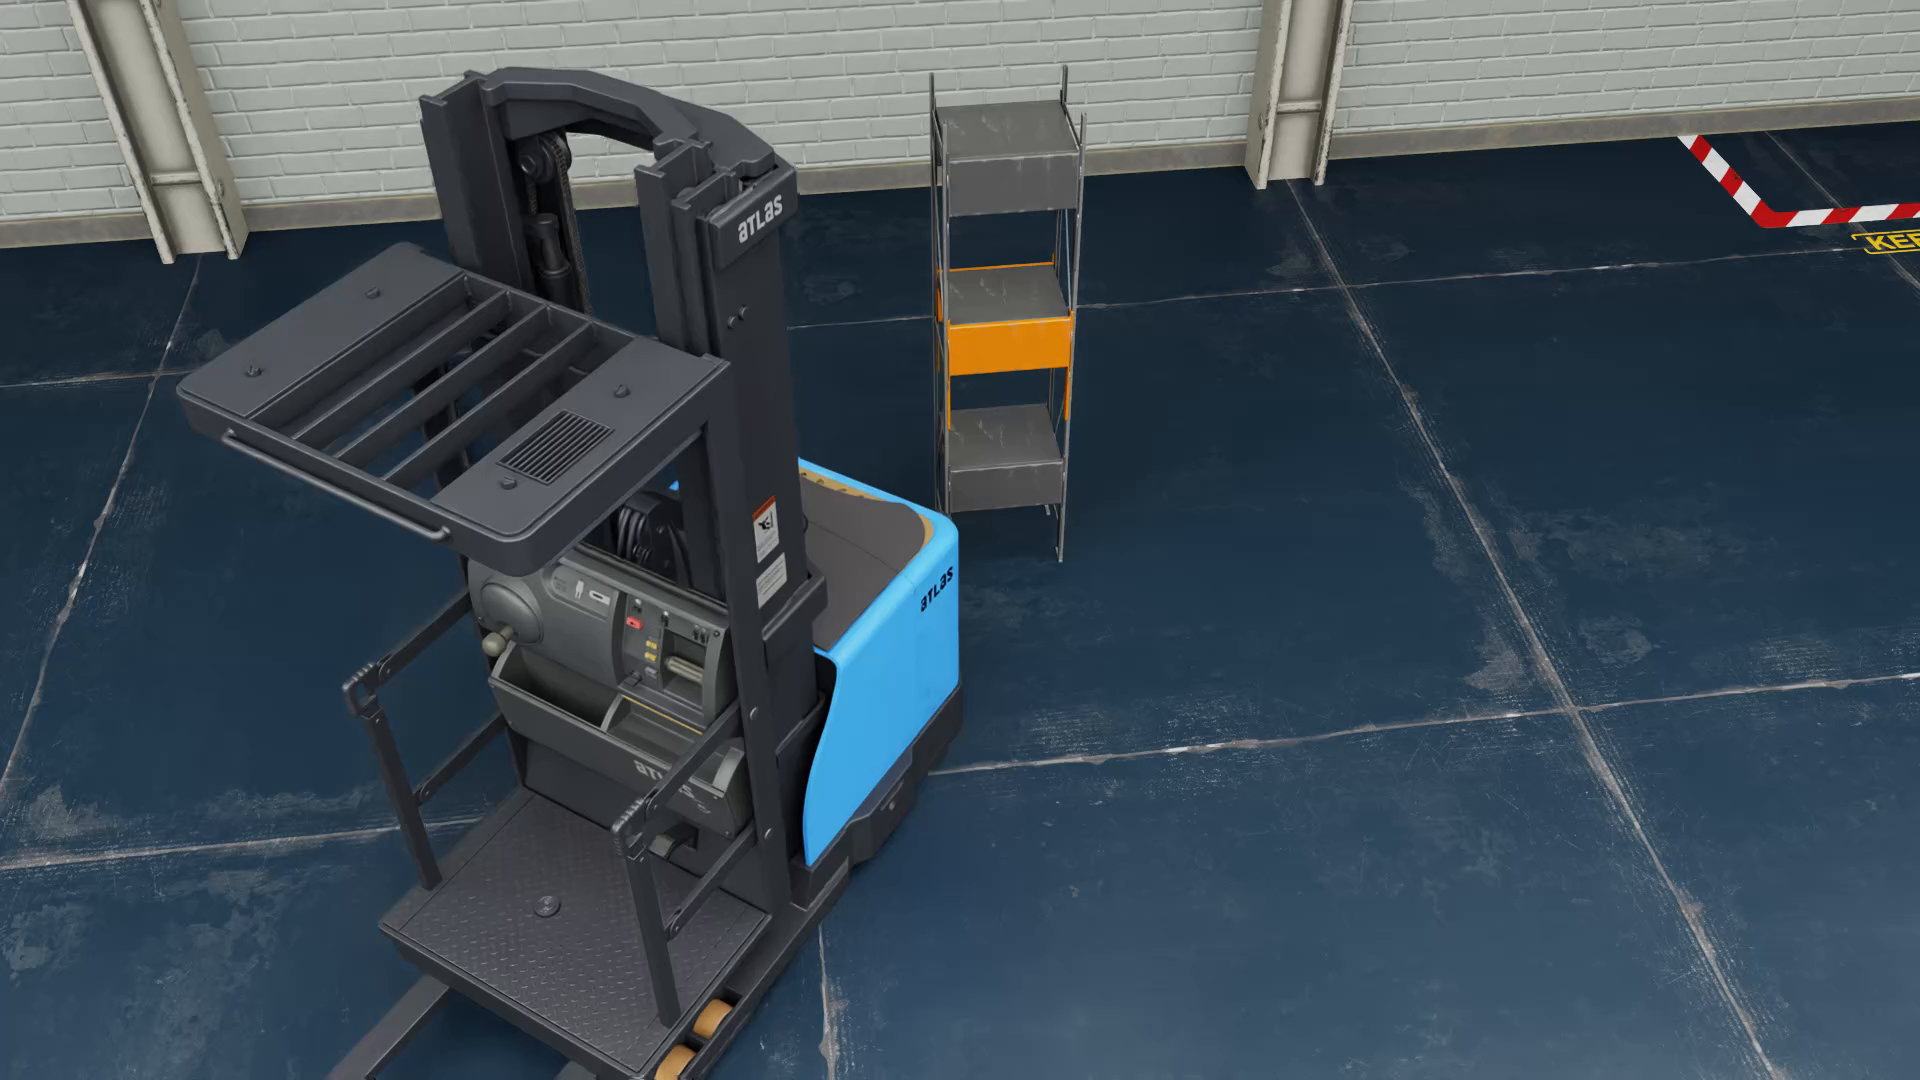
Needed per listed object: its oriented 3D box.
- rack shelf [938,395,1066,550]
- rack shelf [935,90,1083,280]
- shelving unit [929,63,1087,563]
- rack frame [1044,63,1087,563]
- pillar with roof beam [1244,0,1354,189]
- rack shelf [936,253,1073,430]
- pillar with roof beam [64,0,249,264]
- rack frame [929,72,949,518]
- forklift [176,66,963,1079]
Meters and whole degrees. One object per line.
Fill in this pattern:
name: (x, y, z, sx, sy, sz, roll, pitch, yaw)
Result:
rack shelf: (0.164, -0.264, 7.041, 0.480, 0.518, 0.431, -5, 42, -6)
rack shelf: (0.164, -1.304, 6.103, 0.480, 0.518, 0.431, -5, 42, -6)
shelving unit: (0.164, -0.794, 6.563, 0.503, 2.100, 0.431, -5, 42, -6)
rack frame: (0.406, -0.815, 6.586, 0.015, 2.100, 0.400, -5, 42, -6)
pillar with roof beam: (2.422, -2.599, 3.413, 0.400, 9.000, 9.100, -5, 42, -6)
rack shelf: (0.164, -0.784, 6.572, 0.480, 0.518, 0.431, -5, 42, -6)
pillar with roof beam: (-3.527, -2.078, 2.835, 0.400, 9.000, 9.100, -5, 42, -6)
rack frame: (-0.078, -0.773, 6.539, 0.015, 2.100, 0.400, -5, 42, -6)
forklift: (-1.174, 0.325, 4.702, 1.130, 2.935, 3.031, 22, 46, 22)
